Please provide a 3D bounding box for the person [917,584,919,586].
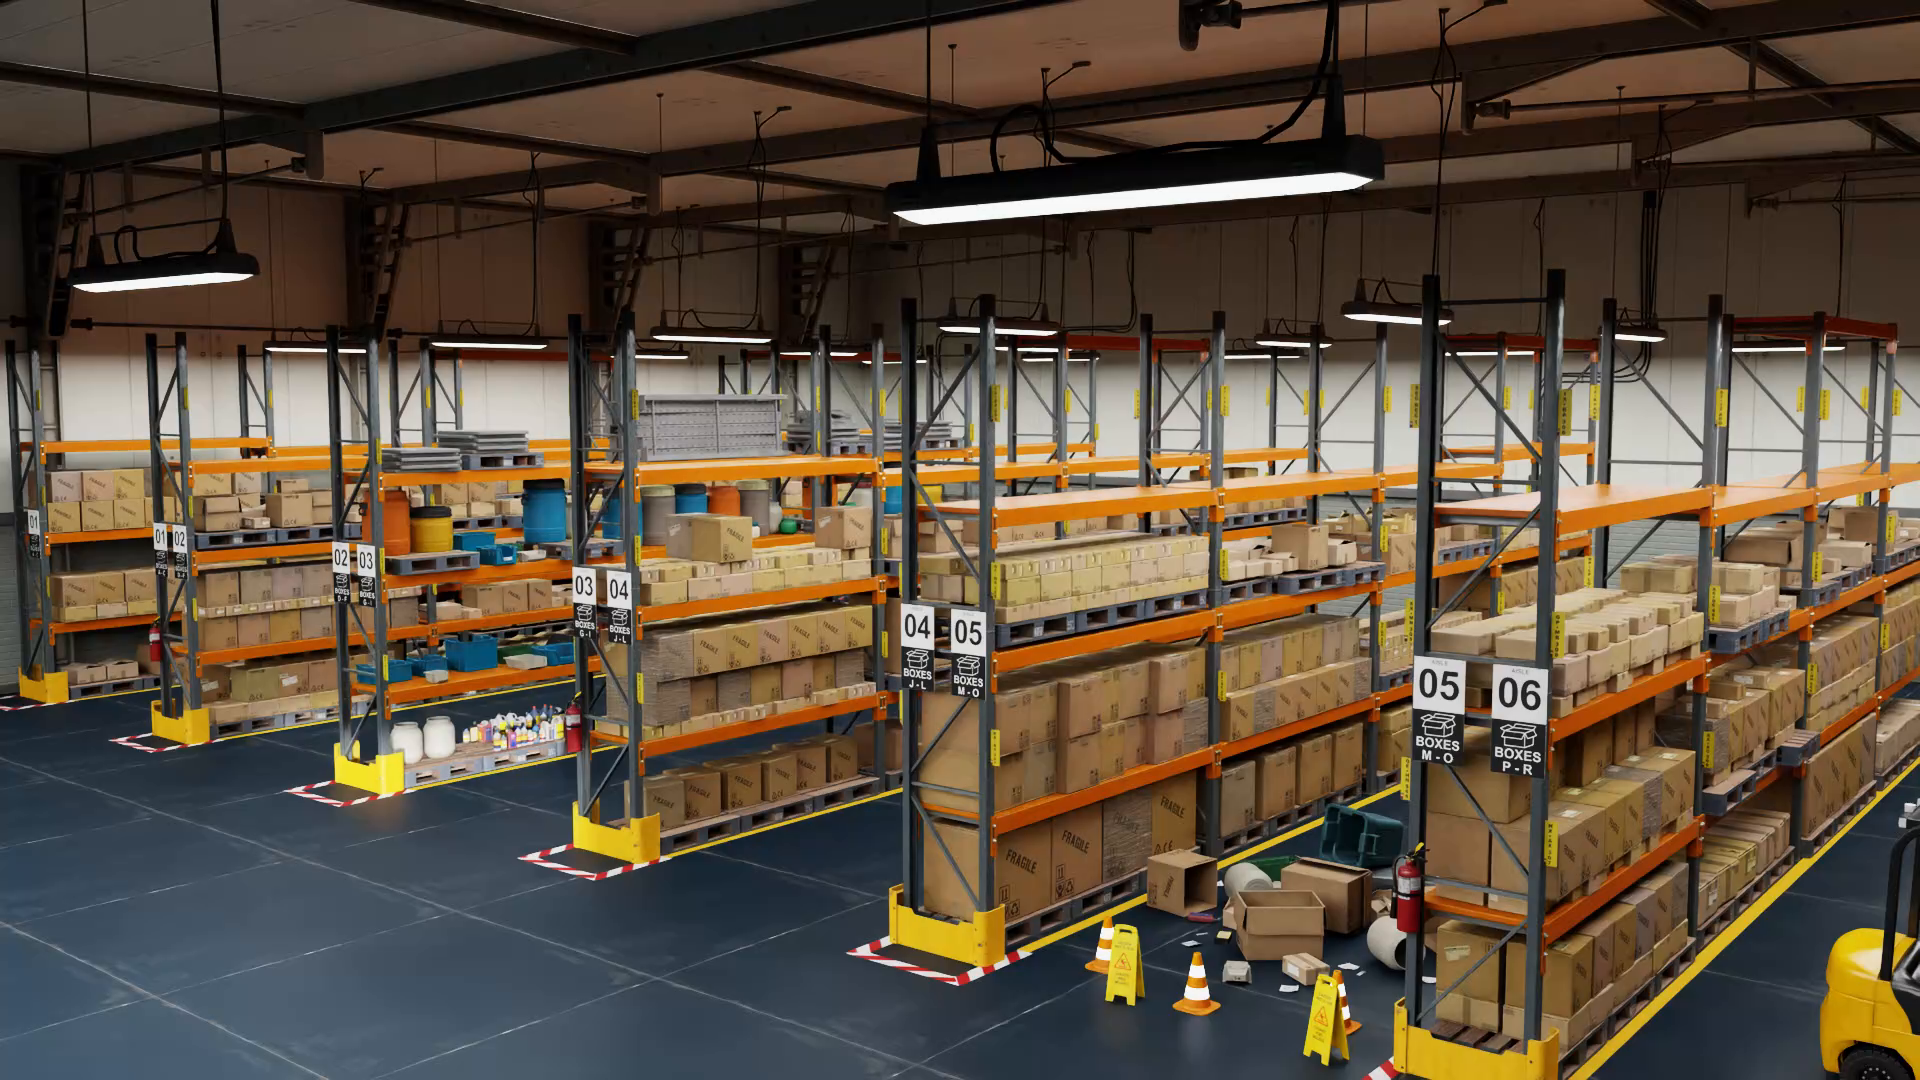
[{"bbox_3d":[-0.818,1.224,34.478,0.451,1.633,0.998,5,7,44],"label":"person"}]
